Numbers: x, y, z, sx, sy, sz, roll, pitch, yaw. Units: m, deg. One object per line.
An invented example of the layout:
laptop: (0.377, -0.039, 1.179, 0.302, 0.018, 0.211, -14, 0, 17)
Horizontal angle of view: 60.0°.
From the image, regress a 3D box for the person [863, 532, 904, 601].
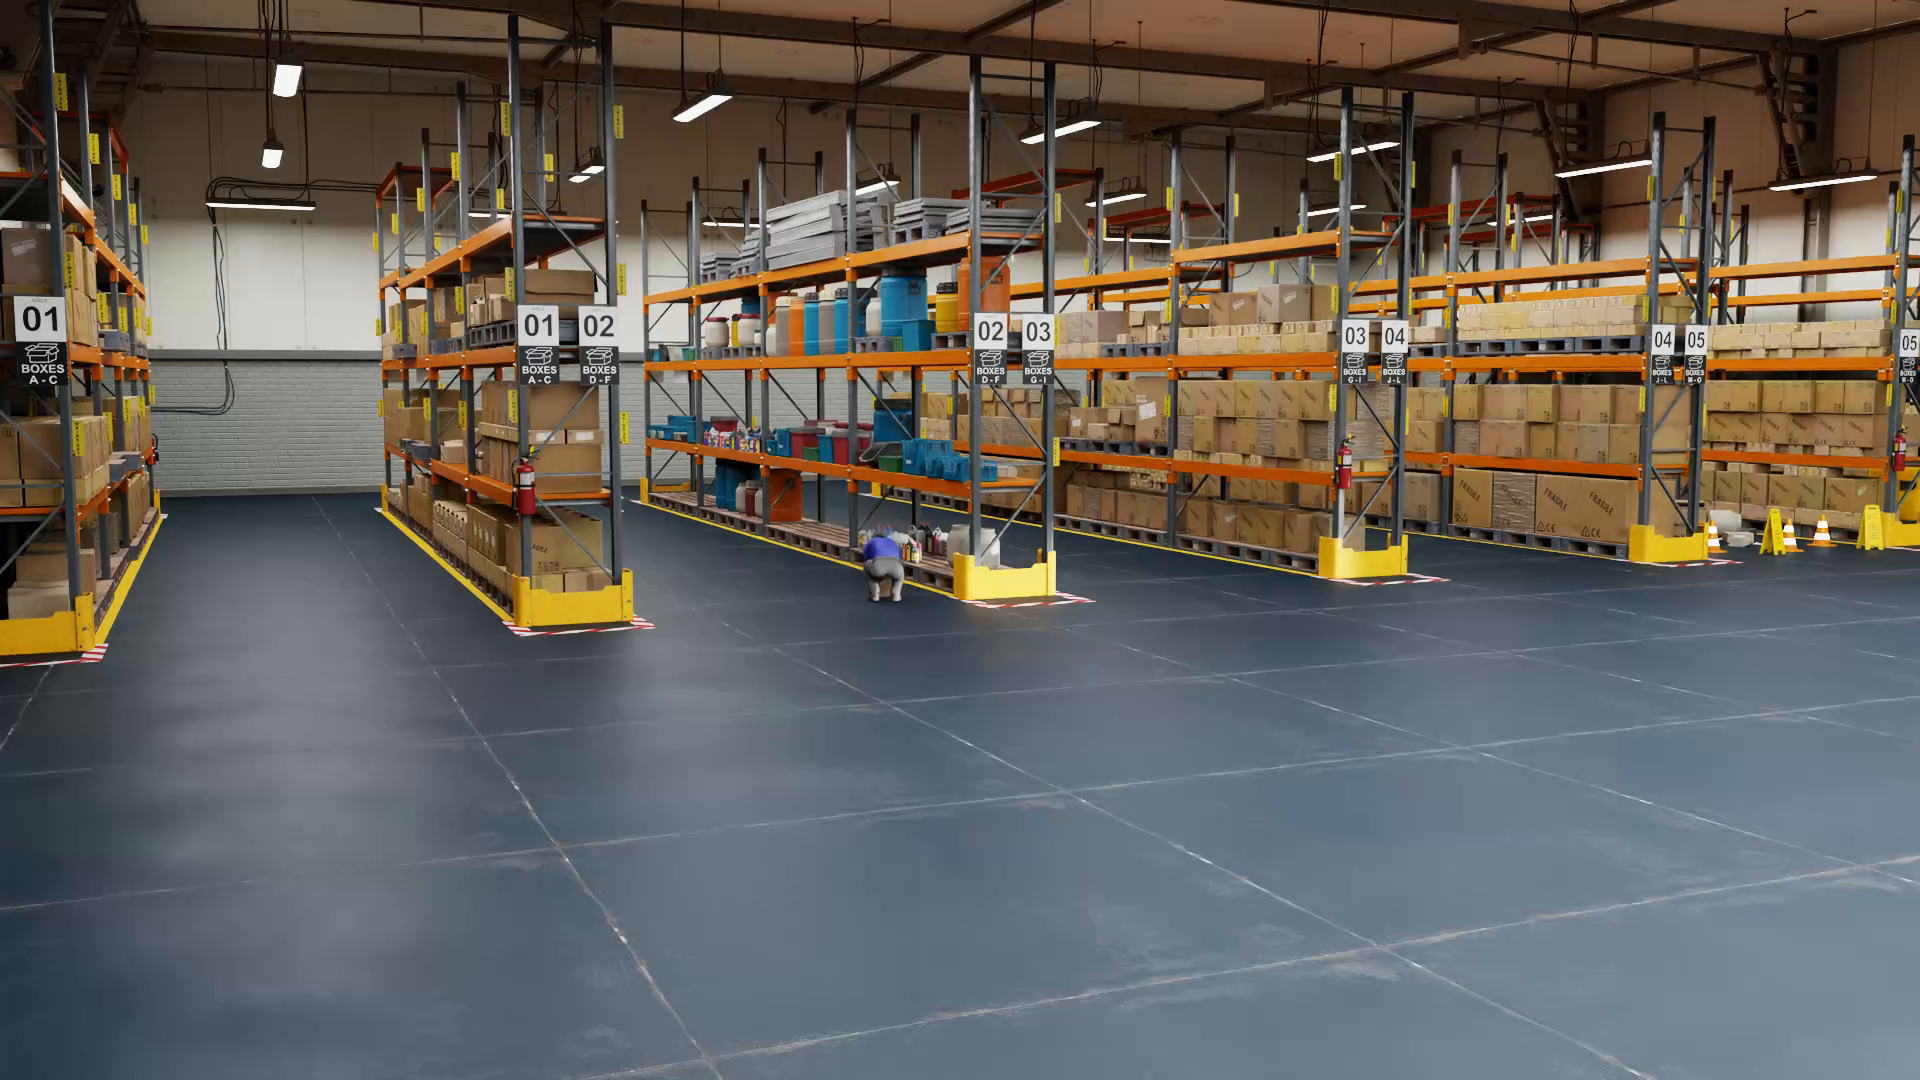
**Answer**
person: (-0.860, 0.333, 18.745, 0.457, 0.803, 0.882, 0, 6, -5)
